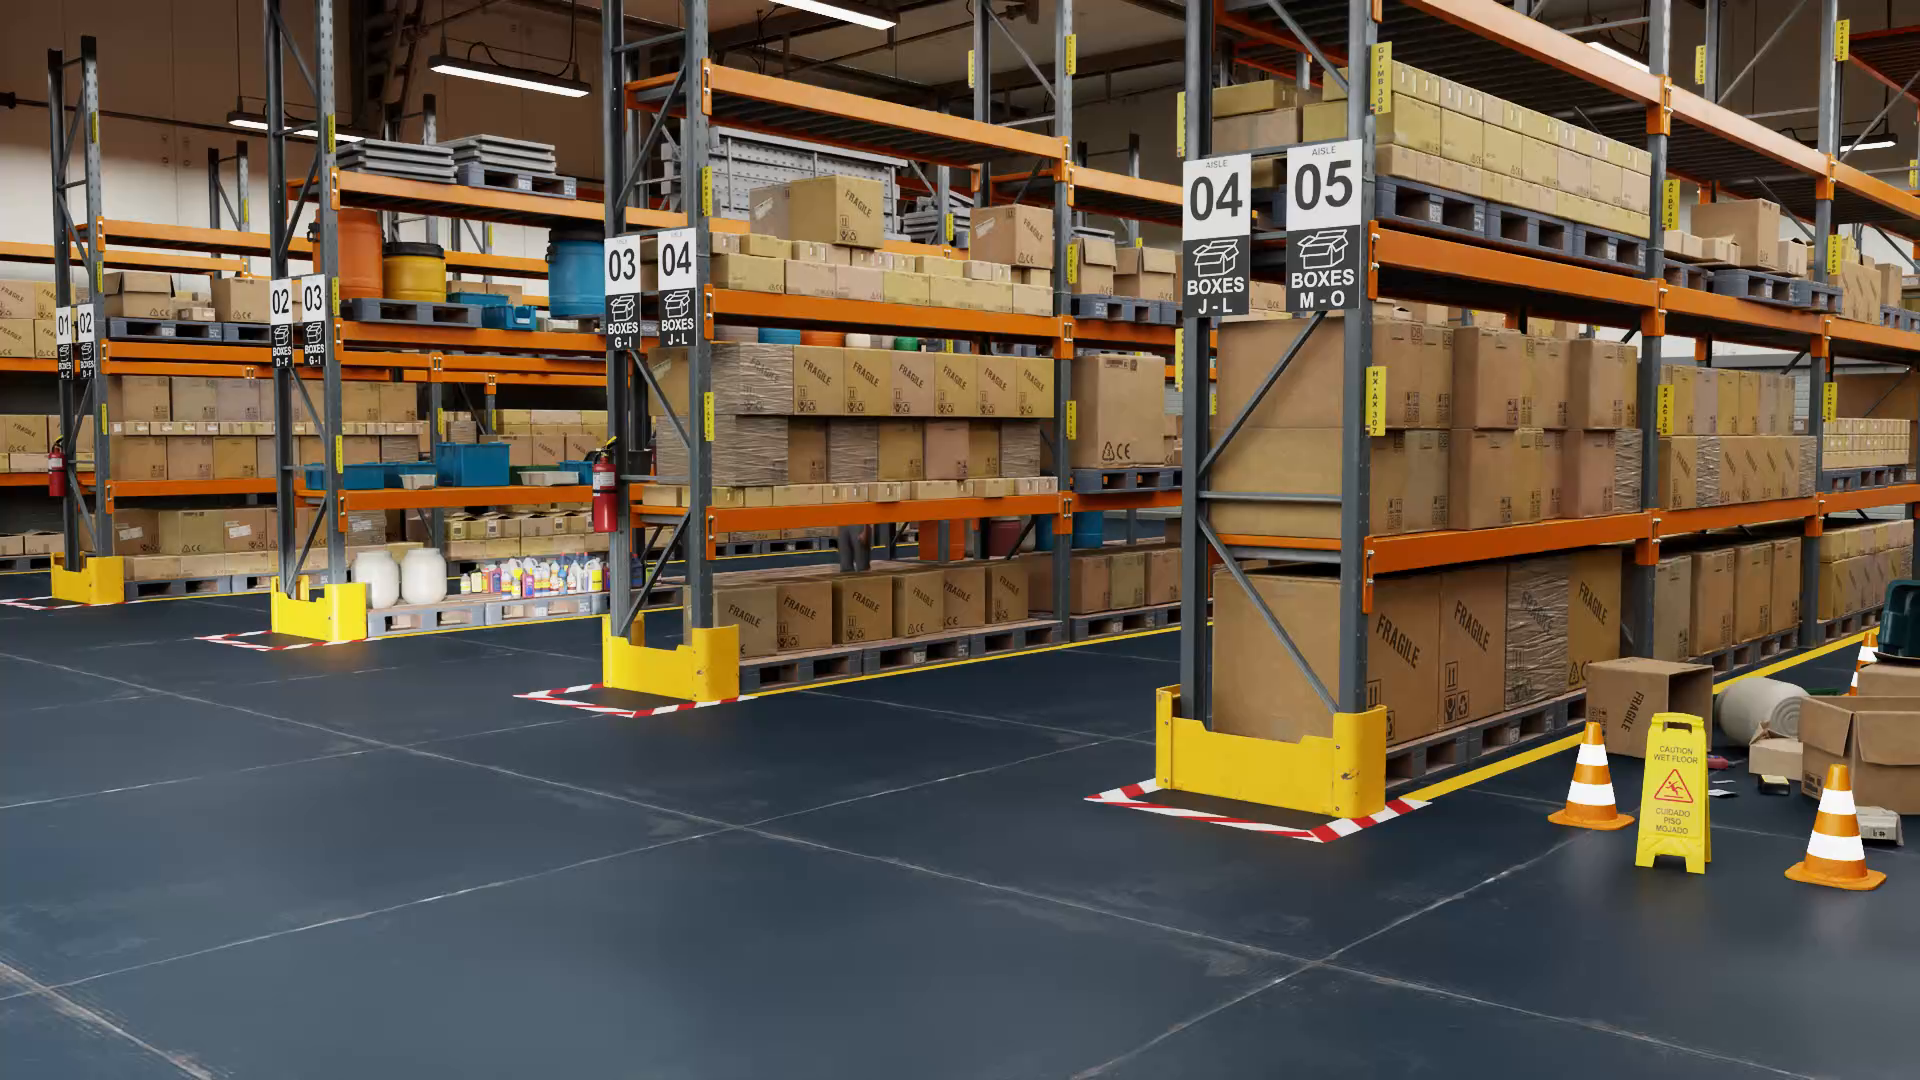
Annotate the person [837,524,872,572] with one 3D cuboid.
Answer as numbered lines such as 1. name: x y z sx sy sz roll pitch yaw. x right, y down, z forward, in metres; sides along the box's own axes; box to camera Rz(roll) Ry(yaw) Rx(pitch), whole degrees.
1. person: -1.067 -0.074 16.736 0.446 1.678 0.302 3 5 42
